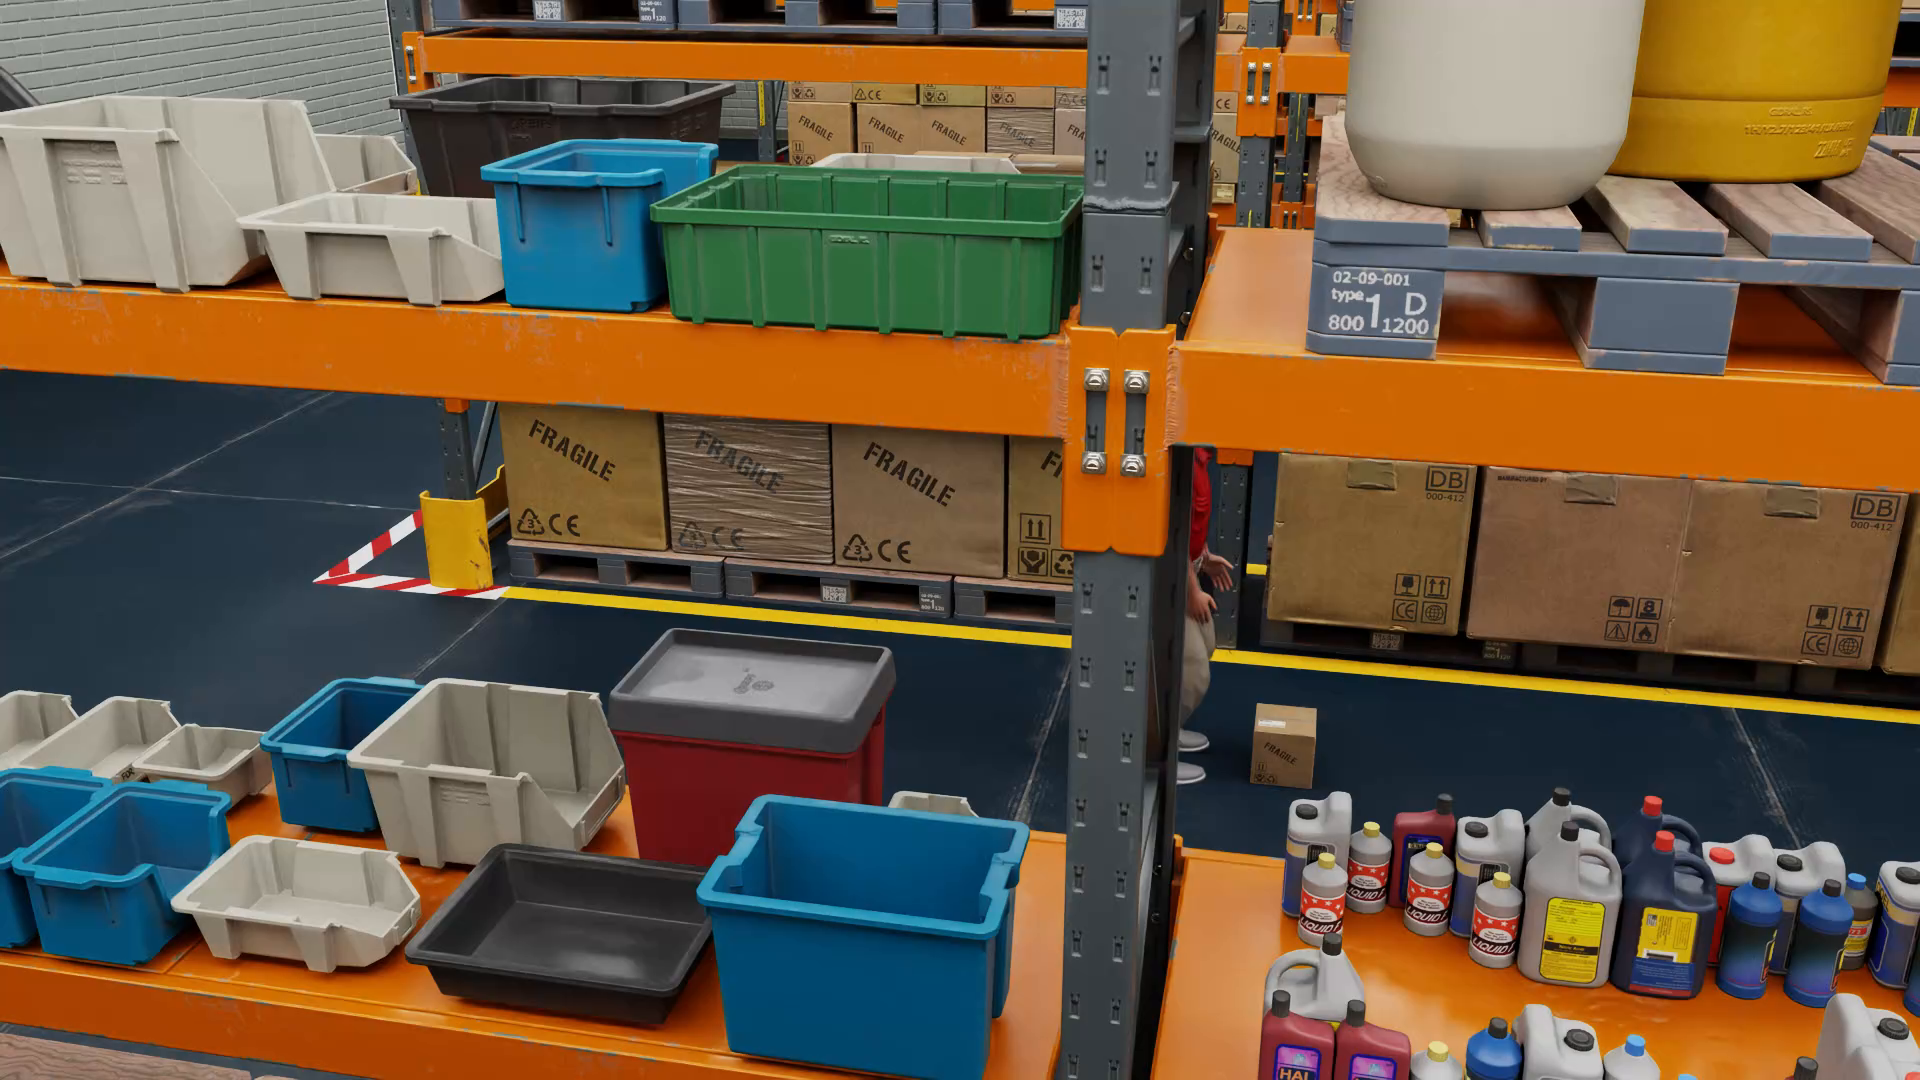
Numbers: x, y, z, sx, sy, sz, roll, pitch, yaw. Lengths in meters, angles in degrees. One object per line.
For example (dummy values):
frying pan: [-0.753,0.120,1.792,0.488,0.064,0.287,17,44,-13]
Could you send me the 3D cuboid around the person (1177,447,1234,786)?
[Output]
person: [0.878,0.162,6.817,0.458,1.654,0.564,5,22,12]
